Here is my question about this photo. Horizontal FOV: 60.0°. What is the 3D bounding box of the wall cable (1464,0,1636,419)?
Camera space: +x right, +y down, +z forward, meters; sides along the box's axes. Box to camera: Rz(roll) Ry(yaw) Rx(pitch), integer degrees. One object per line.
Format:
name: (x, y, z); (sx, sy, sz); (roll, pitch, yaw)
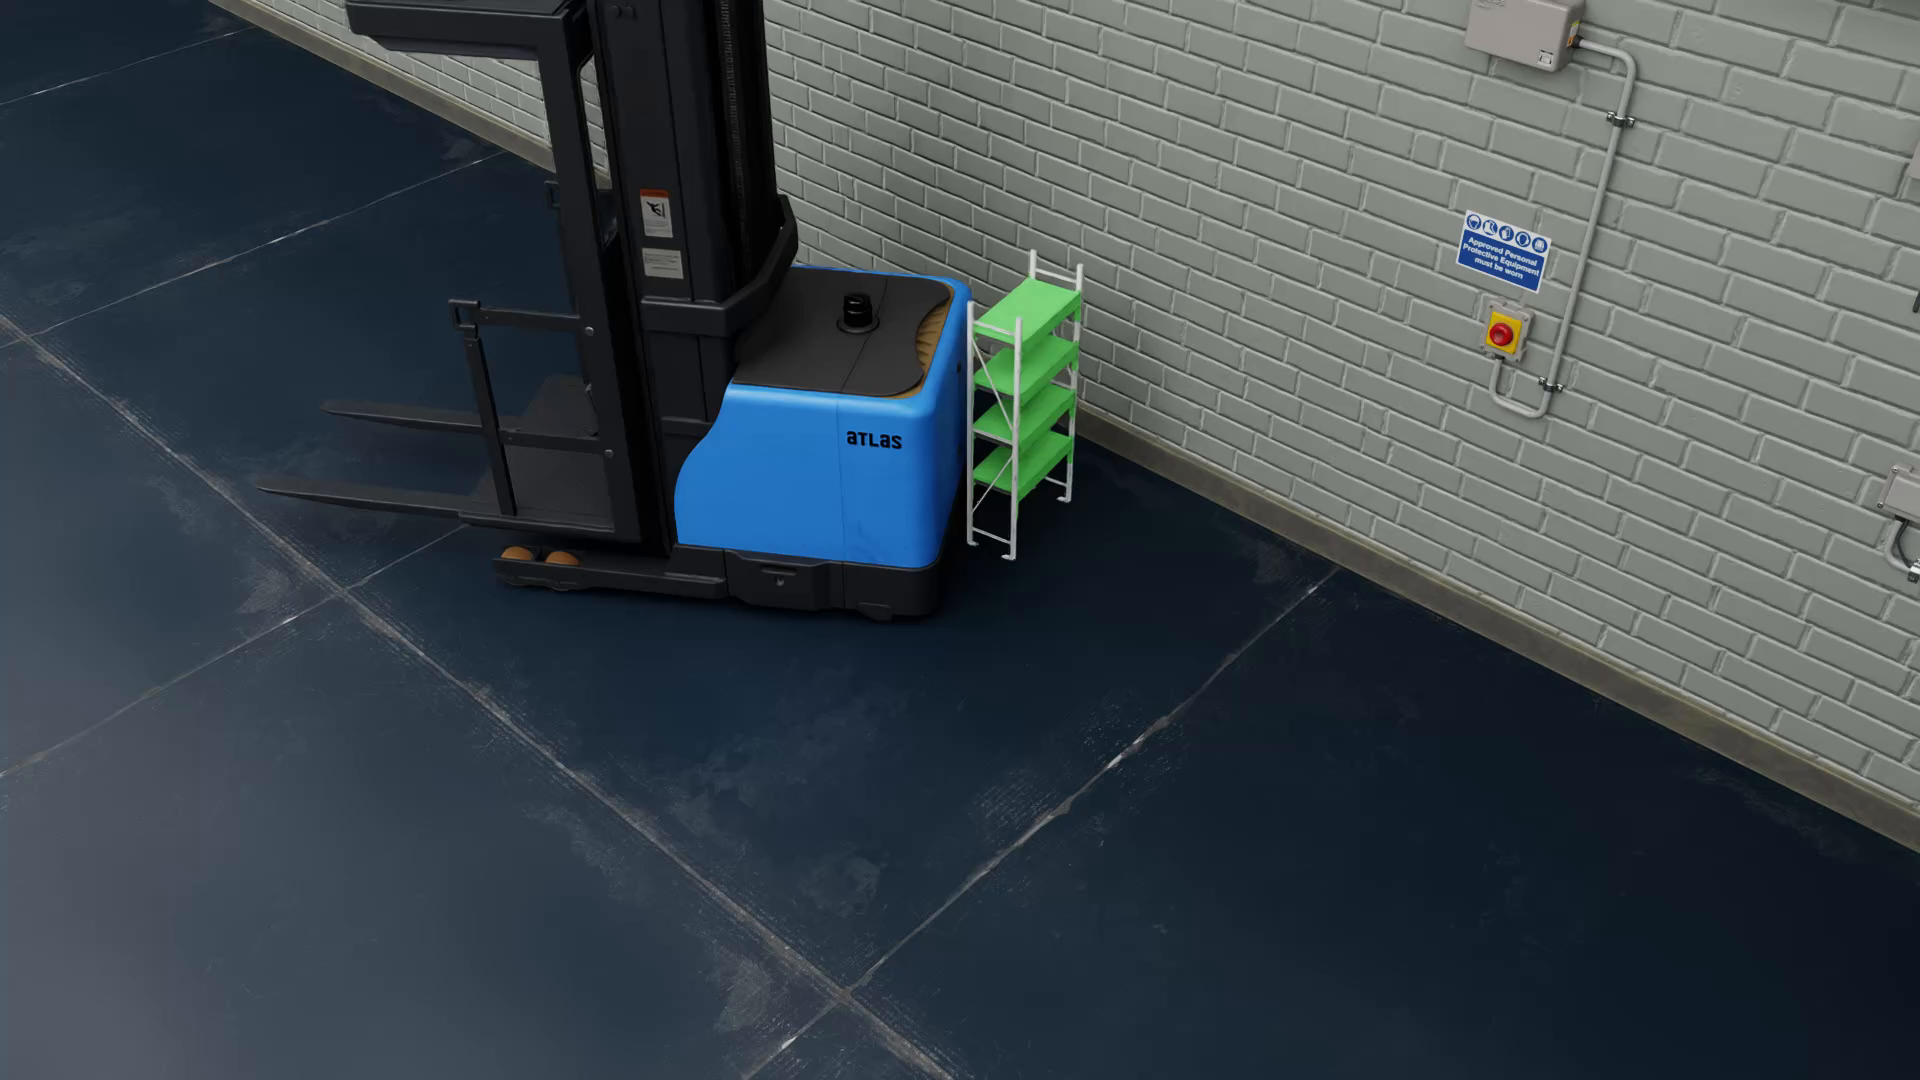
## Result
wall cable: (1.923, -1.282, 5.610); (0.585, 1.953, 0.123); (30, 47, 32)

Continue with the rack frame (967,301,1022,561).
rack frame: (0.134, -0.423, 6.818); (0.240, 1.200, 0.015); (21, 43, 25)

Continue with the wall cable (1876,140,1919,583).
wall cable: (2.978, -0.679, 4.878); (0.588, 1.984, 0.122); (30, 47, 32)

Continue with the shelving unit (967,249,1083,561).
shelving unit: (0.264, -0.551, 6.979); (0.258, 1.200, 0.503); (21, 43, 25)

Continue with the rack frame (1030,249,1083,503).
rack frame: (0.394, -0.680, 7.141); (0.240, 1.200, 0.015); (21, 43, 25)

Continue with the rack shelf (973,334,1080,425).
rack shelf: (0.264, -0.689, 6.870); (0.258, 0.148, 0.480); (21, 43, 25)

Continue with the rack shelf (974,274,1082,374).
rack shelf: (0.264, -0.877, 6.720); (0.258, 0.148, 0.480); (21, 43, 25)

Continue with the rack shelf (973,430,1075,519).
rack shelf: (0.264, -0.313, 7.168); (0.258, 0.148, 0.480); (21, 43, 25)

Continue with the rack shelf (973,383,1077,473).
rack shelf: (0.264, -0.501, 7.019); (0.258, 0.148, 0.480); (21, 43, 25)

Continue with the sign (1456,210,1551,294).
sign: (1.929, -1.026, 5.913); (0.327, 0.218, 0.001); (30, 47, 32)

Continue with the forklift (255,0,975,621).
forklift: (-1.501, -1.250, 6.467); (3.031, 2.935, 1.130); (6, 39, 8)
